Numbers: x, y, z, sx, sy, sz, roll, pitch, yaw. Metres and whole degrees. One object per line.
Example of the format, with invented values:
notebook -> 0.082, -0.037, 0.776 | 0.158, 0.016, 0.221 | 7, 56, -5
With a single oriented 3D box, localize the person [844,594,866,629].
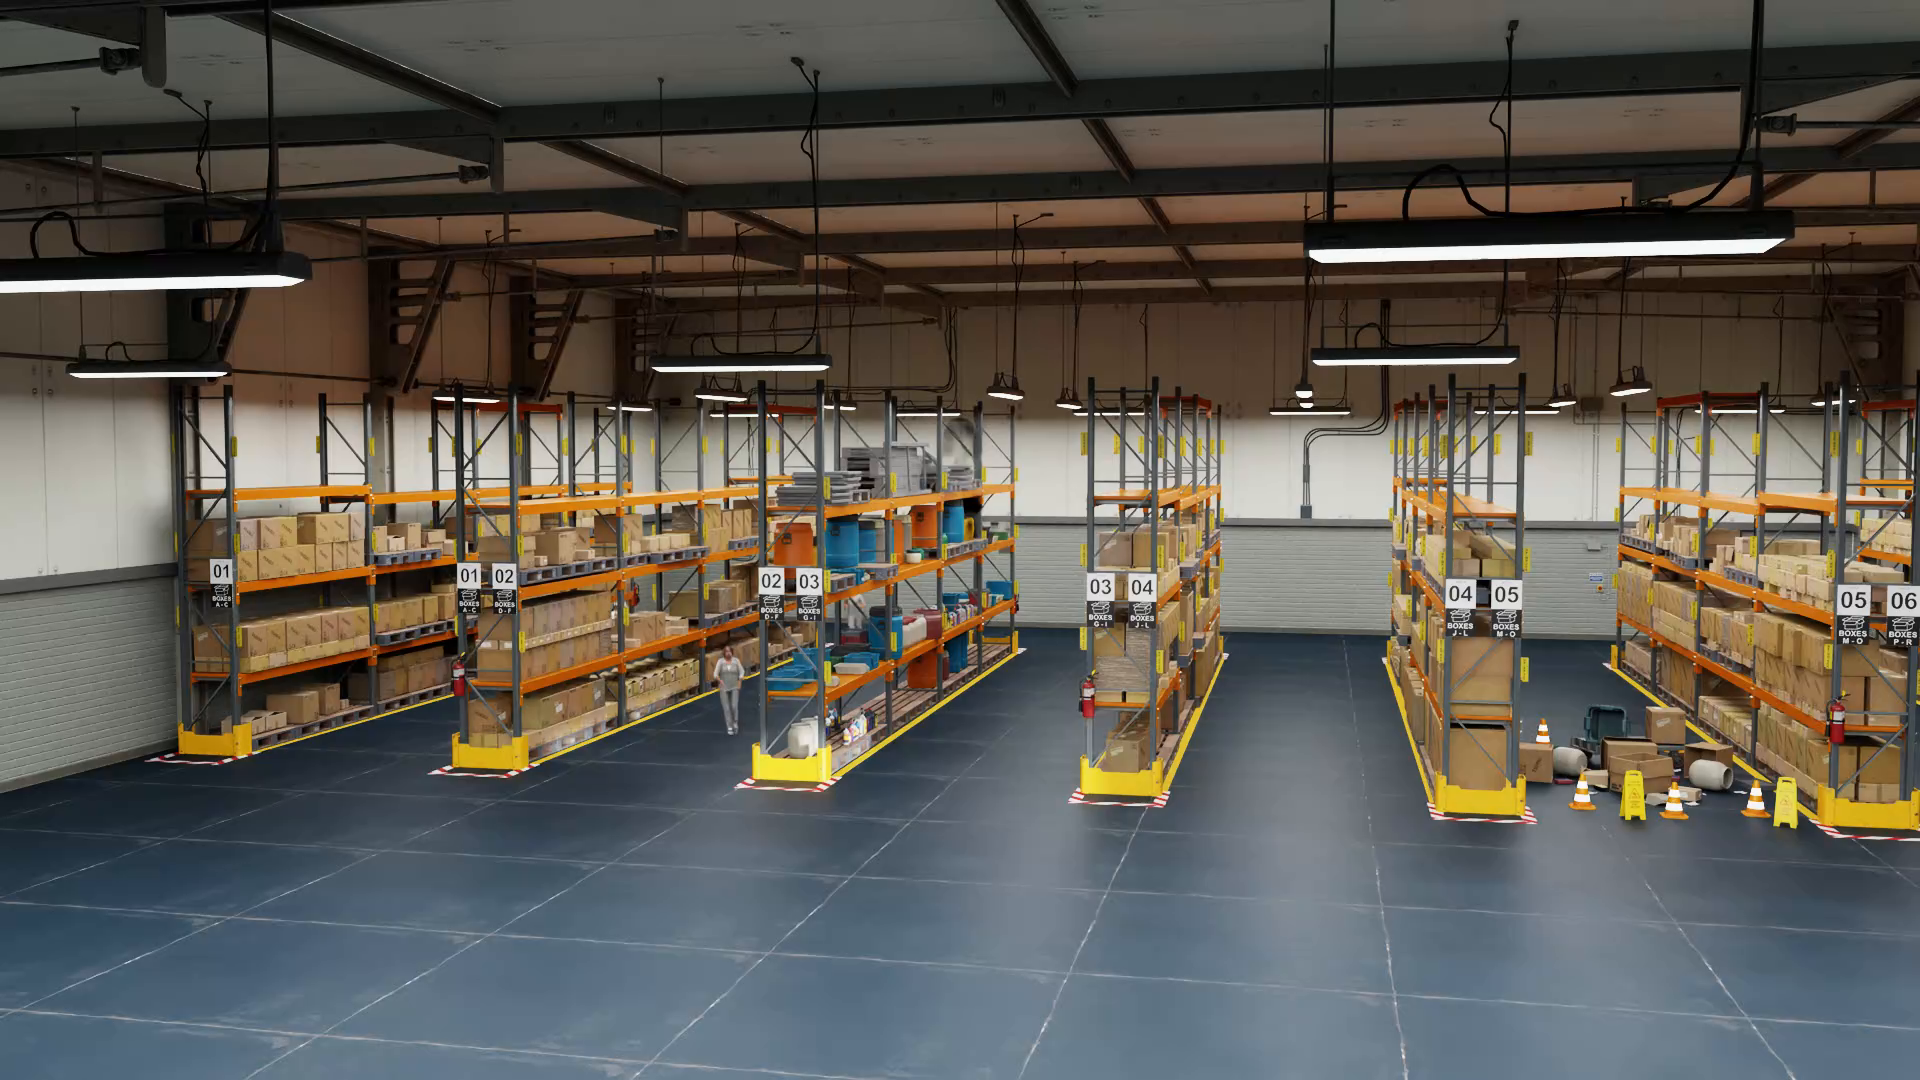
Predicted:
person -> -2.557, 1.911, 40.349 | 0.571, 1.715, 0.801 | 0, 3, 5

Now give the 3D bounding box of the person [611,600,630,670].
person -> -7.226, 2.157, 35.293 | 0.729, 1.796, 0.845 | 0, 3, 7

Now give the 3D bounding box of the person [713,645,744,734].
person -> -4.006, 2.599, 28.797 | 0.534, 1.561, 0.576 | 0, 3, -5

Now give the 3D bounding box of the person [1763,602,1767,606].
person -> 16.582, 2.194, 34.563 | 0.671, 1.825, 0.901 | 0, 3, 8
